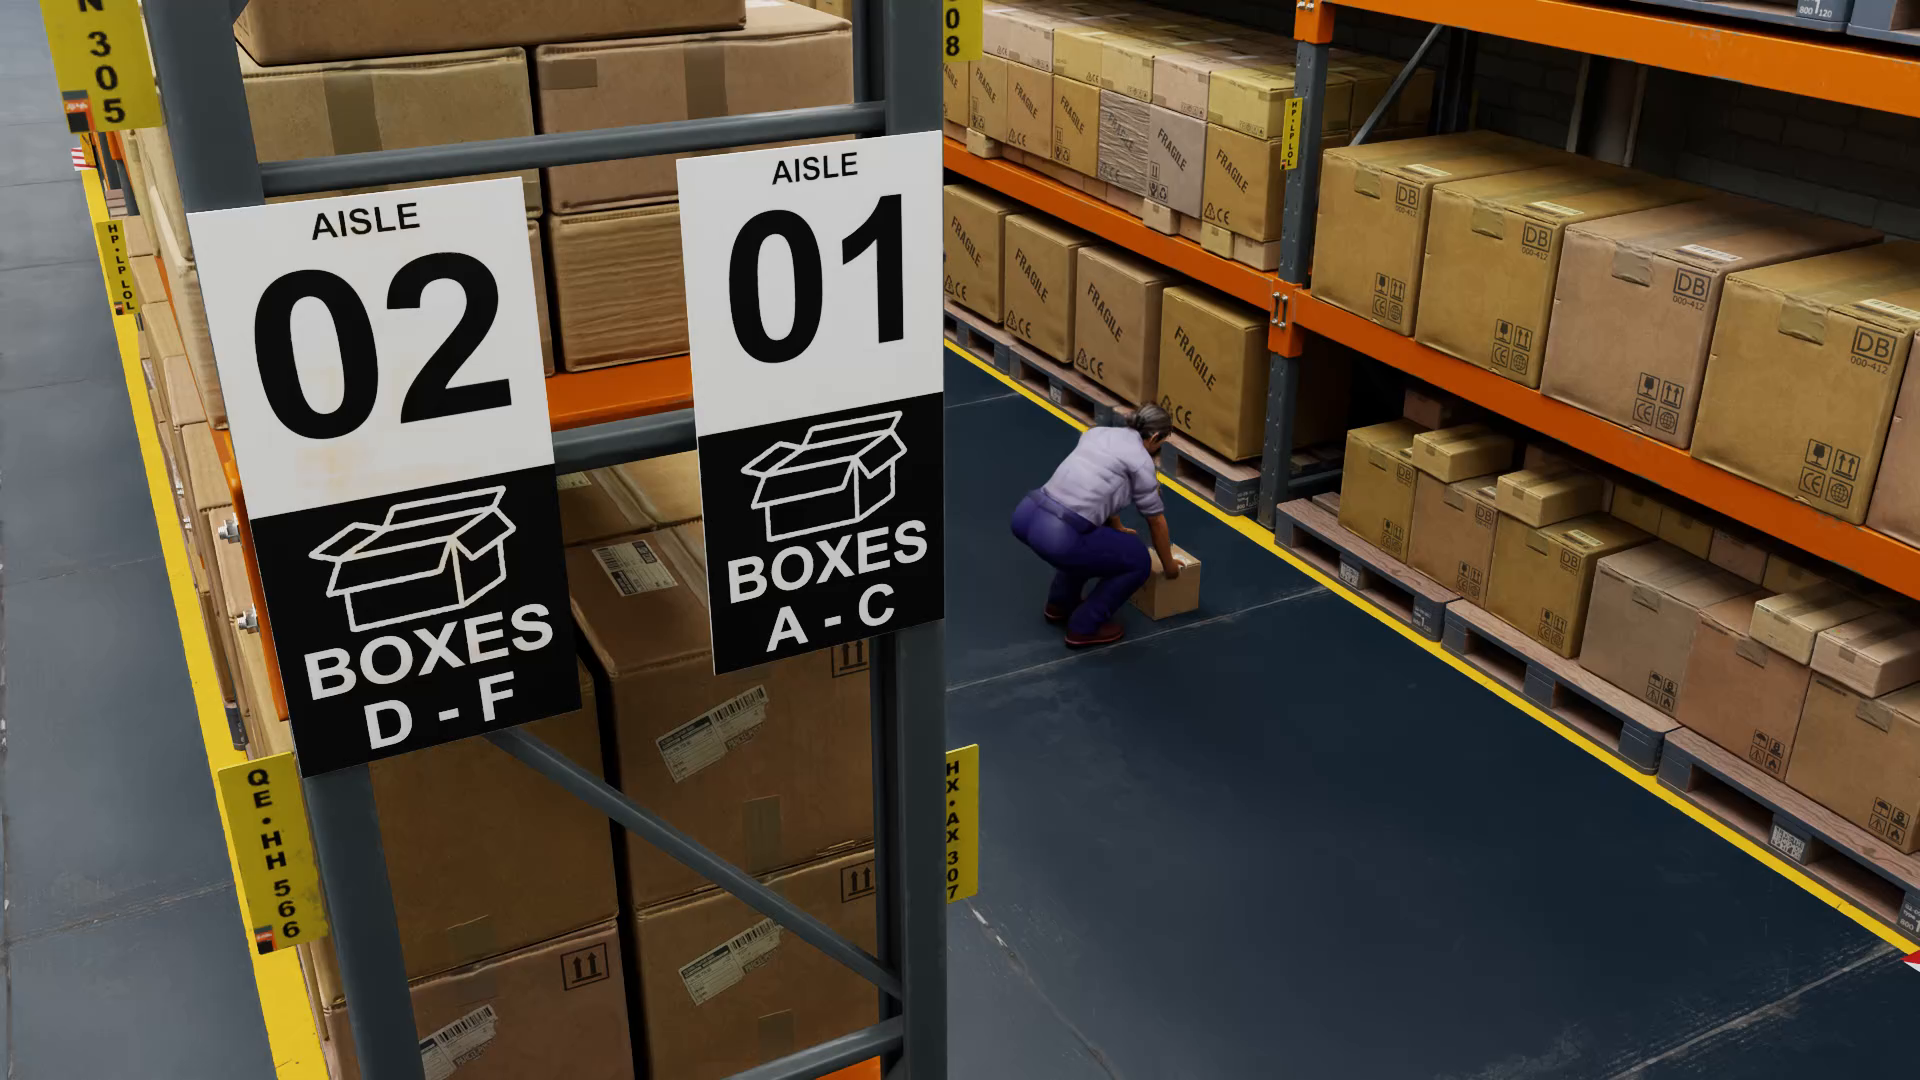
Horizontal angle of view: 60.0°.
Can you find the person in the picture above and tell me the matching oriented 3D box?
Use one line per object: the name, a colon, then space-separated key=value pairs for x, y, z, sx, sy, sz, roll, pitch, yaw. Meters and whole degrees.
person: x=0.610 y=-0.074 z=7.526 sx=0.796 sy=1.010 sz=0.530 roll=-13 pitch=29 yaw=-25
